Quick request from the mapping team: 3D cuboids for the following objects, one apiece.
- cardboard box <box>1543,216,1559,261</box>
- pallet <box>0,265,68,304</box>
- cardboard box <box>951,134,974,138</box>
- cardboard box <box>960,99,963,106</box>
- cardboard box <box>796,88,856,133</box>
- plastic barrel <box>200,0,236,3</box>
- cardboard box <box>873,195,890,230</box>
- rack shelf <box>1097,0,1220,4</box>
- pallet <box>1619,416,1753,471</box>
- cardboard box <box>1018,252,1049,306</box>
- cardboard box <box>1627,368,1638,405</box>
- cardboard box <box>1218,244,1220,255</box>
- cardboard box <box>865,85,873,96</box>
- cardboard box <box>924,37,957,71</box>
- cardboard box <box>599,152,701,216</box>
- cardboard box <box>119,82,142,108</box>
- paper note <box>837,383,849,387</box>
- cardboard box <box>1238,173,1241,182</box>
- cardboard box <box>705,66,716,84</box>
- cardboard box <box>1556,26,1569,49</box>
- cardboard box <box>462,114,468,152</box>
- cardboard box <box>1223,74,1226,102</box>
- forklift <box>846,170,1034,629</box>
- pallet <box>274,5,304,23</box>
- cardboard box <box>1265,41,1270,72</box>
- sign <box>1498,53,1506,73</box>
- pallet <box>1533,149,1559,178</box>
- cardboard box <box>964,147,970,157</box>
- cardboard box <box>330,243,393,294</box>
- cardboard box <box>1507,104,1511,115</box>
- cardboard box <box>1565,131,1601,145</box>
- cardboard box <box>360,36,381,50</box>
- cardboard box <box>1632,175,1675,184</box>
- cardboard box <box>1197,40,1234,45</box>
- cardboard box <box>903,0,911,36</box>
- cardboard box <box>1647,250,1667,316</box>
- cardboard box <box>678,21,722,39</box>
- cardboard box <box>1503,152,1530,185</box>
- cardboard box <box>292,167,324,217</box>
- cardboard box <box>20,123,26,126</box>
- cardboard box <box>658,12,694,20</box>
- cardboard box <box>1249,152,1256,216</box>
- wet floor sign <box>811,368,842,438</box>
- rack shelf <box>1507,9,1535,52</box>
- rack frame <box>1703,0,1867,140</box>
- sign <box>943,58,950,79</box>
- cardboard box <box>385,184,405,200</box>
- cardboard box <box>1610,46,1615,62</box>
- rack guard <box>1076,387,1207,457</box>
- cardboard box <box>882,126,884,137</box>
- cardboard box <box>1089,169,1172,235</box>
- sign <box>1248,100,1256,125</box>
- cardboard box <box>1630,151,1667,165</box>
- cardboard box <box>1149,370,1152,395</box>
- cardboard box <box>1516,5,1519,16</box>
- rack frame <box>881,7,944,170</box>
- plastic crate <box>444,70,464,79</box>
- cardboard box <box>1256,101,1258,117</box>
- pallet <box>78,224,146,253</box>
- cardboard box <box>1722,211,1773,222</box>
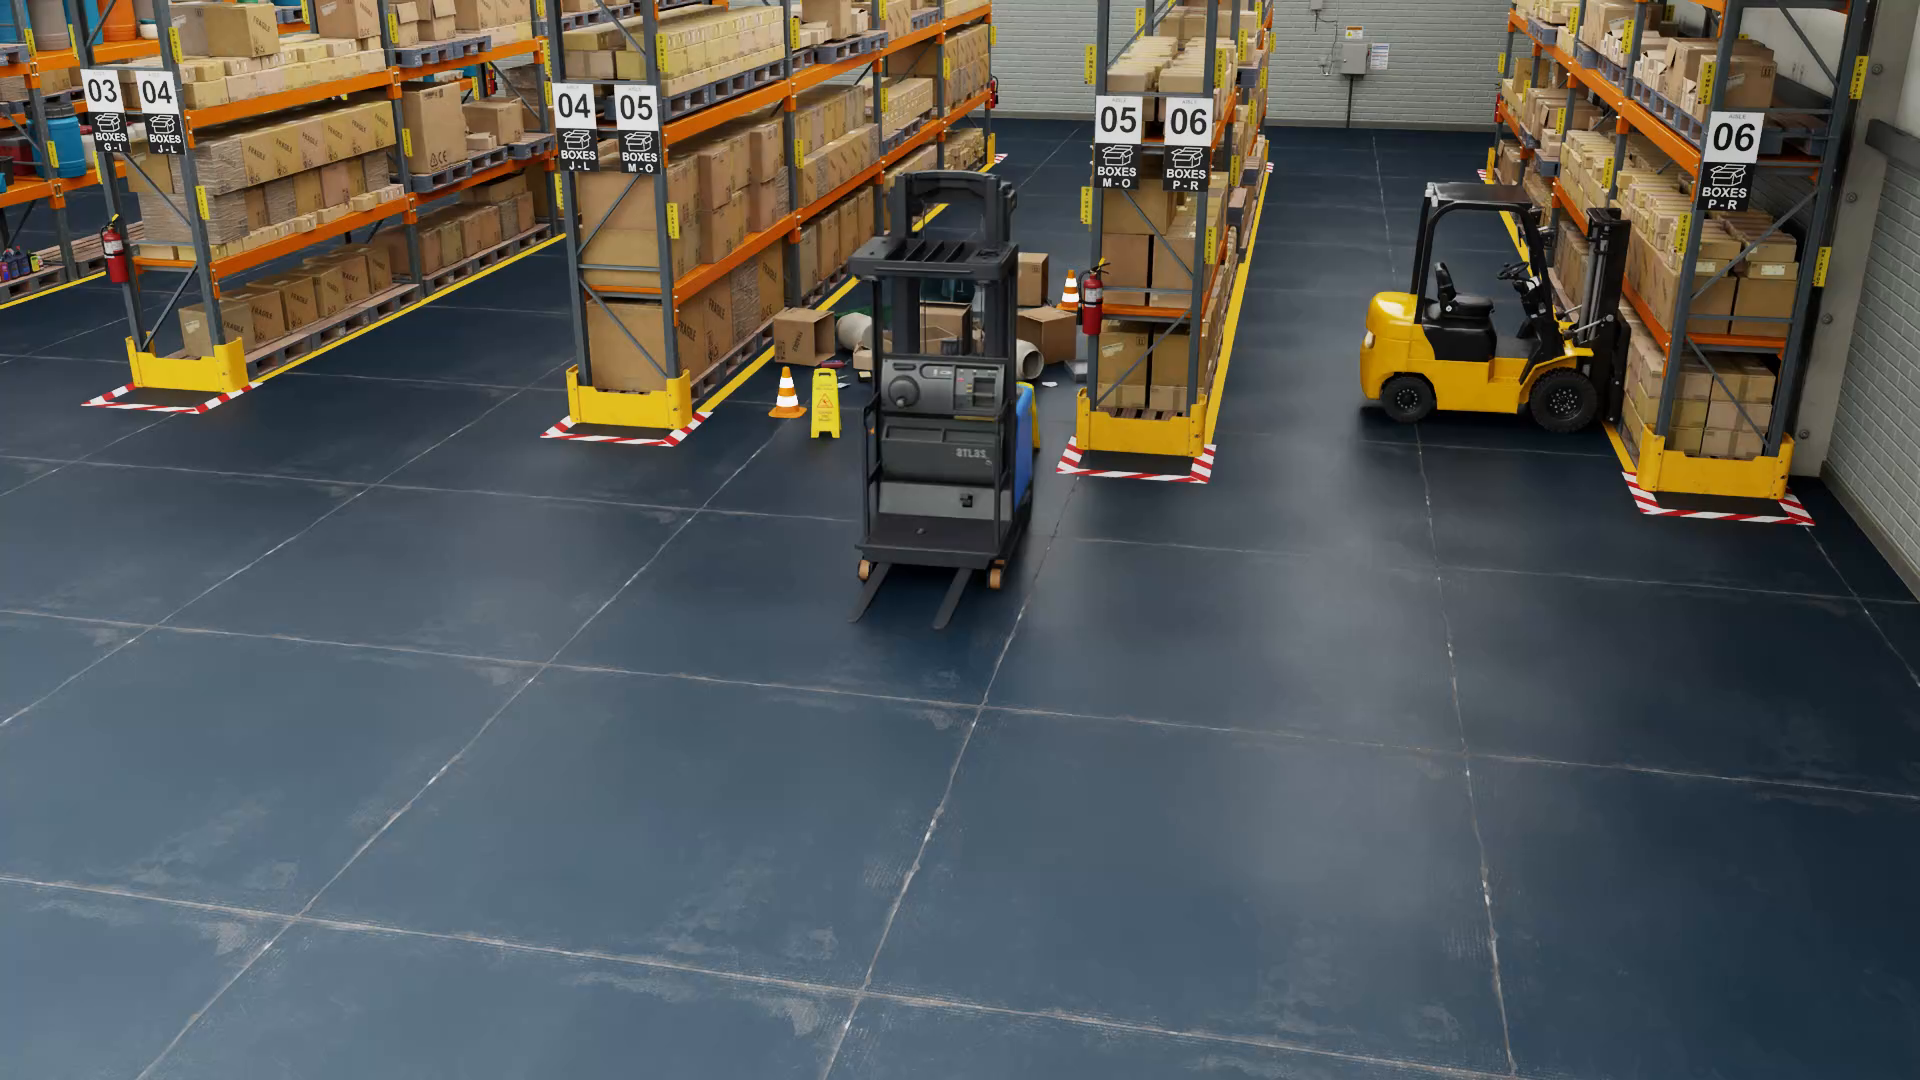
[{"bbox_3d":[8.030,-3.981,22.008,0.500,0.500,0.500,5,22,12],"label":"cardboard box"},{"bbox_3d":[-12.250,-3.286,21.231,1.003,0.211,1.213,4,22,11],"label":"pallet"},{"bbox_3d":[0.049,-7.072,29.355,0.380,0.149,0.250,4,22,9],"label":"cardboard box"},{"bbox_3d":[-0.157,-7.403,28.056,0.380,0.149,0.250,5,23,13],"label":"cardboard box"},{"bbox_3d":[-1.776,-5.654,21.905,0.700,0.500,0.500,4,22,10],"label":"cardboard box"},{"bbox_3d":[-11.137,-8.278,24.740,0.600,0.830,0.708,4,22,11],"label":"plastic barrel"},{"bbox_3d":[-1.178,-4.767,23.959,0.500,0.500,0.500,4,22,9],"label":"cardboard box"},{"bbox_3d":[2.070,-5.405,15.697,1.077,0.370,4.000,4,22,11],"label":"rack shelf"},{"bbox_3d":[6.637,-0.839,15.153,1.003,0.211,1.213,4,22,11],"label":"pallet"},{"bbox_3d":[0.729,-3.006,19.134,0.500,0.500,0.500,4,22,11],"label":"cardboard box"},{"bbox_3d":[6.428,-1.385,15.227,0.500,0.250,0.500,4,22,10],"label":"cardboard box"},{"bbox_3d":[2.507,-3.060,17.273,0.380,0.149,0.250,4,22,10],"label":"cardboard box"},{"bbox_3d":[-1.498,-6.820,25.250,0.380,0.149,0.250,4,22,10],"label":"cardboard box"},{"bbox_3d":[-0.335,-7.941,27.185,0.500,0.500,0.500,4,22,9],"label":"cardboard box"},{"bbox_3d":[-3.069,-3.478,16.328,0.875,0.550,0.550,4,22,11],"label":"cardboard box"},{"bbox_3d":[-8.190,-4.499,16.696,0.500,0.250,0.500,5,22,12],"label":"cardboard box"},{"bbox_3d":[-1.231,-1.618,17.331,0.144,0.017,0.142,13,25,29],"label":"paper note"},{"bbox_3d":[3.193,-4.420,20.087,0.380,0.149,0.250,5,23,13],"label":"cardboard box"},{"bbox_3d":[-2.615,-4.553,16.269,0.380,0.149,0.250,5,22,11],"label":"cardboard box"},{"bbox_3d":[8.225,-6.670,22.085,0.500,0.250,0.500,4,22,11],"label":"cardboard box"},{"bbox_3d":[-6.960,-5.328,21.868,0.797,0.503,0.637,7,23,16],"label":"cardboard box"},{"bbox_3d":[2.219,-4.224,15.614,0.500,0.250,0.500,5,22,12],"label":"cardboard box"},{"bbox_3d":[-0.165,-1.131,12.237,1.130,2.935,3.031,4,22,10],"label":"forklift"},{"bbox_3d":[-10.733,-8.343,26.291,1.003,0.211,1.213,4,22,11],"label":"pallet"},{"bbox_3d":[4.983,-8.200,28.227,0.500,0.500,0.500,5,22,11],"label":"cardboard box"},{"bbox_3d":[9.255,-8.144,28.400,0.100,0.325,0.005,4,22,11],"label":"sign"},{"bbox_3d":[8.224,-4.939,21.859,1.213,0.211,1.003,4,22,11],"label":"pallet"},{"bbox_3d":[-0.036,-6.741,28.932,0.380,0.149,0.250,6,23,14],"label":"cardboard box"},{"bbox_3d":[-7.344,-3.337,20.407,0.500,0.500,0.500,4,22,9],"label":"cardboard box"},{"bbox_3d":[9.139,-7.018,27.099,0.380,0.149,0.250,4,22,9],"label":"cardboard box"},{"bbox_3d":[7.801,-5.028,20.821,0.380,0.149,0.250,5,22,12],"label":"cardboard box"},{"bbox_3d":[-7.007,-5.811,19.418,0.380,0.149,0.250,5,23,13],"label":"cardboard box"},{"bbox_3d":[7.035,-3.600,16.876,0.380,0.149,0.250,5,22,12],"label":"cardboard box"},{"bbox_3d":[2.649,-5.100,17.256,0.380,0.149,0.250,4,22,10],"label":"cardboard box"},{"bbox_3d":[-1.003,-7.485,23.776,0.500,0.500,0.500,4,22,11],"label":"cardboard box"},{"bbox_3d":[6.480,-2.285,14.877,0.500,0.500,0.500,5,23,13],"label":"cardboard box"},{"bbox_3d":[-2.565,-5.015,16.349,0.380,0.149,0.250,4,22,10],"label":"cardboard box"},{"bbox_3d":[9.151,-6.024,27.080,0.500,0.500,0.500,5,22,12],"label":"cardboard box"},{"bbox_3d":[-7.658,-3.919,18.536,0.875,0.500,0.500,4,22,11],"label":"cardboard box"},{"bbox_3d":[-15.830,-6.995,28.461,0.500,0.250,0.500,5,22,11],"label":"cardboard box"},{"bbox_3d":[-3.002,-5.435,17.392,0.380,0.149,0.250,5,22,11],"label":"cardboard box"},{"bbox_3d":[3.885,-5.260,24.682,0.875,0.875,0.875,5,22,12],"label":"cardboard box"},{"bbox_3d":[-1.272,-1.313,15.750,0.267,0.644,0.232,1,22,2],"label":"wet floor sign"},{"bbox_3d":[9.378,-8.027,26.217,1.077,0.370,4.000,4,22,11],"label":"rack shelf"},{"bbox_3d":[6.522,-4.632,12.809,1.000,3.000,0.127,4,22,11],"label":"rack frame"},{"bbox_3d":[-0.212,-7.451,26.290,0.100,0.325,0.005,4,22,11],"label":"sign"},{"bbox_3d":[-6.980,-4.227,20.170,0.380,0.149,0.250,4,22,11],"label":"cardboard box"},{"bbox_3d":[7.265,-5.254,18.008,0.380,0.149,0.250,4,22,11],"label":"cardboard box"},{"bbox_3d":[1.677,-1.095,15.402,1.175,0.500,0.348,4,22,11],"label":"rack guard"},{"bbox_3d":[-1.283,-5.719,23.313,0.380,0.149,0.250,4,22,10],"label":"cardboard box"},{"bbox_3d":[1.552,-3.078,15.110,0.700,0.500,0.500,4,22,10],"label":"cardboard box"},{"bbox_3d":[3.827,-5.615,21.835,0.100,0.325,0.005,4,22,11],"label":"sign"},{"bbox_3d":[7.992,-4.425,19.323,0.380,0.149,0.250,5,22,12],"label":"cardboard box"},{"bbox_3d":[1.677,-1.651,16.555,0.500,0.250,0.500,5,22,11],"label":"cardboard box"},{"bbox_3d":[9.245,-8.603,27.021,0.380,0.149,0.250,5,22,12],"label":"cardboard box"},{"bbox_3d":[-0.756,-6.955,26.608,1.000,3.000,0.127,4,22,11],"label":"rack frame"},{"bbox_3d":[-9.613,-8.804,31.472,0.396,0.136,0.243,4,22,11],"label":"plastic crate"},{"bbox_3d":[4.164,-6.414,24.796,0.500,0.250,0.500,5,22,12],"label":"cardboard box"},{"bbox_3d":[-11.703,-4.266,23.664,1.003,0.211,1.213,4,22,11],"label":"pallet"},{"bbox_3d":[7.170,-2.908,15.159,0.380,0.149,0.250,4,22,10],"label":"cardboard box"}]
